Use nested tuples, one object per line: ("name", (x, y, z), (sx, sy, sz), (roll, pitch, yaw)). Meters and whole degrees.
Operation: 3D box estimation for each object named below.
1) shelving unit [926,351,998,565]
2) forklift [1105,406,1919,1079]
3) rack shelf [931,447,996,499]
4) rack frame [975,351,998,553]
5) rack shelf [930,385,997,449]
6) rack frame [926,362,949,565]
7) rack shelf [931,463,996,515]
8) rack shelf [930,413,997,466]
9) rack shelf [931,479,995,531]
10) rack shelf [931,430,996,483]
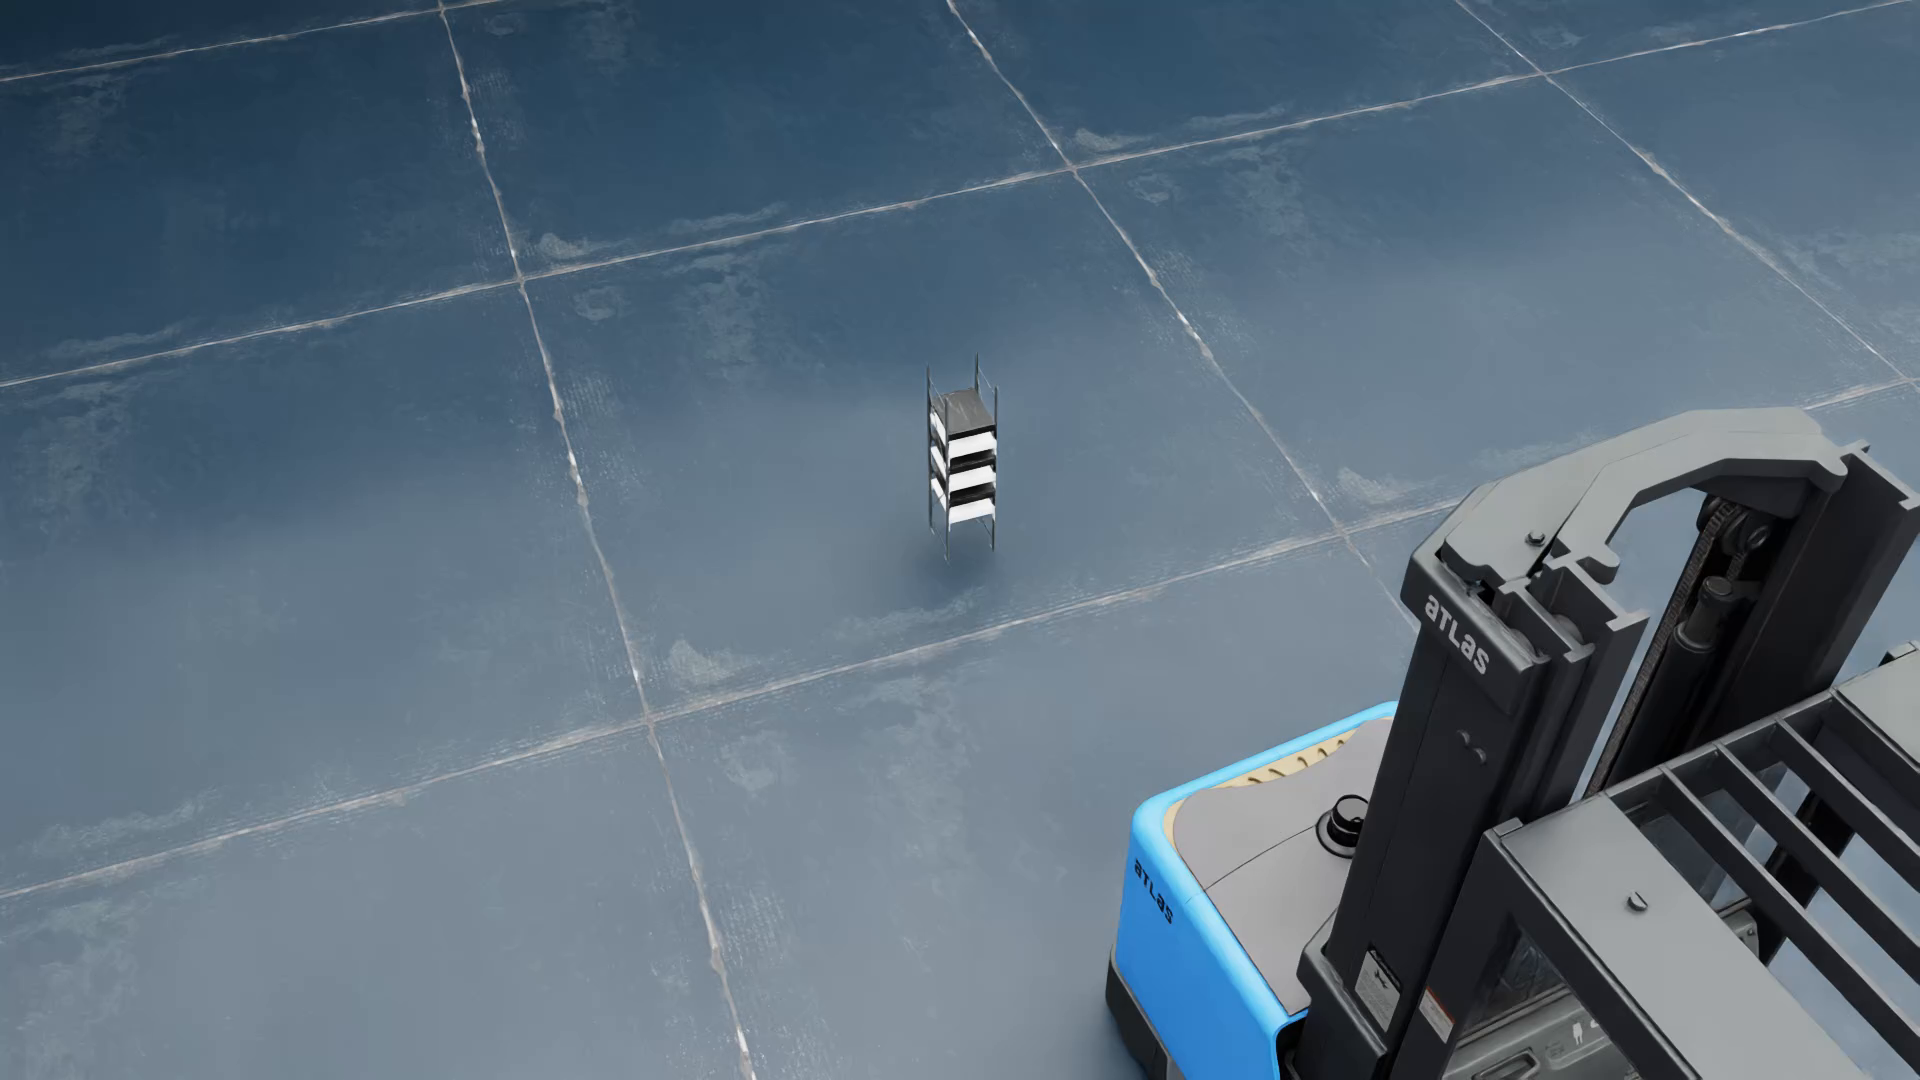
("shelving unit", (0.008, -0.320, 6.743), (0.210, 0.900, 0.258), (-14, 47, -14))
("forklift", (1.570, 1.284, 3.710), (1.130, 2.935, 3.031), (-19, 48, -18))
("rack shelf", (0.008, -0.296, 6.766), (0.200, 0.077, 0.258), (-14, 47, -14))
("rack frame", (0.103, -0.344, 6.767), (0.006, 0.900, 0.240), (-14, 47, -14))
("rack shelf", (0.008, -0.487, 6.575), (0.200, 0.077, 0.258), (-14, 47, -14))
("rack frame", (-0.088, -0.295, 6.718), (0.006, 0.900, 0.240), (-14, 47, -14))
("rack shelf", (0.008, -0.233, 6.830), (0.200, 0.077, 0.258), (-14, 47, -14))
("rack shelf", (0.008, -0.423, 6.639), (0.200, 0.077, 0.258), (-14, 47, -14))
("rack shelf", (0.008, -0.169, 6.894), (0.200, 0.077, 0.258), (-14, 47, -14))
("rack shelf", (0.008, -0.360, 6.702), (0.200, 0.077, 0.258), (-14, 47, -14))
